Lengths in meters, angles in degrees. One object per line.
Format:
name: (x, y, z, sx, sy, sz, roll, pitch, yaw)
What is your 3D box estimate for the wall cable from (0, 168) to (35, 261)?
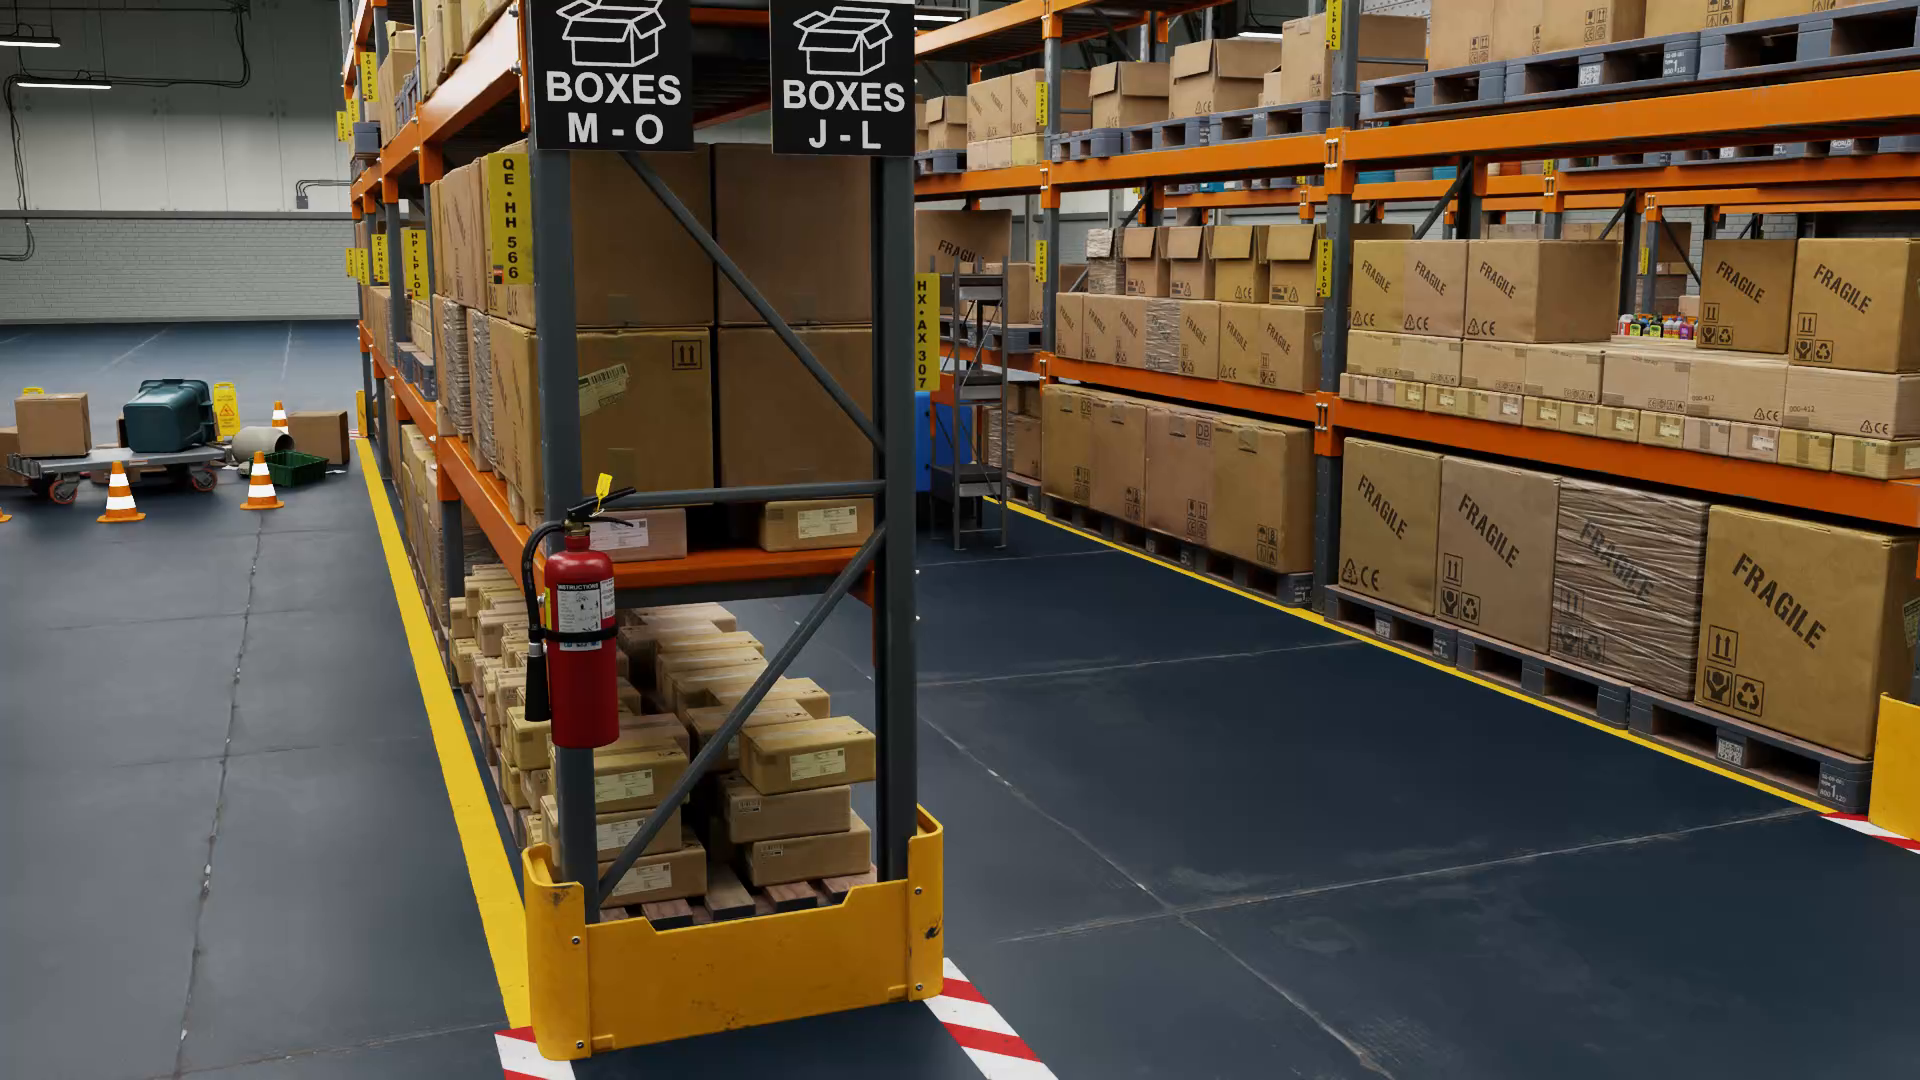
wall cable: (-26.904, -8.797, 45.049, 3.097, 2.526, 0.112, -4, 11, -21)

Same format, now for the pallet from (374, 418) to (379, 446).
pallet: (-6.045, -1.230, 18.731, 1.003, 0.211, 1.213, -4, 11, -21)

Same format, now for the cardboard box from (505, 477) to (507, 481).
cardboard box: (-1.488, -0.286, 6.182, 0.380, 0.149, 0.250, -4, 11, -20)

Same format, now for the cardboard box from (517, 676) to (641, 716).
cardboard box: (-1.323, 0.592, 5.770, 0.380, 0.149, 0.250, -4, 11, -23)

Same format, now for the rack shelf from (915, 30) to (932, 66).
rack shelf: (-1.024, -5.298, 18.572, 1.077, 0.370, 4.000, -4, 11, -21)

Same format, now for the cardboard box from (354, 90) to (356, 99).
cardboard box: (-5.480, -4.158, 15.620, 0.380, 0.149, 0.250, -4, 11, -21)

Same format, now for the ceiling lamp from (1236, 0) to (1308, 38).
ceiling lamp: (5.829, -10.643, 29.891, 2.000, 3.185, 0.800, -4, 11, -21)

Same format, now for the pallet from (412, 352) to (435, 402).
pallet: (-2.753, -1.007, 10.066, 1.003, 0.211, 1.213, -4, 11, -21)

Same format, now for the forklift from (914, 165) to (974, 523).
forklift: (-1.091, -1.732, 13.790, 1.130, 2.935, 3.031, -6, 12, -31)

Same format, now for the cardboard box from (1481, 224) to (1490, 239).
cardboard box: (7.662, -4.257, 23.796, 0.700, 0.500, 0.500, -4, 11, -21)

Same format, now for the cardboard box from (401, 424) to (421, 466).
cardboard box: (-3.485, -0.640, 11.249, 0.500, 0.250, 0.500, -4, 11, -23)

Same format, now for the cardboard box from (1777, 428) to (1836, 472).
cardboard box: (3.518, -0.371, 6.656, 0.380, 0.149, 0.250, -4, 11, -20)

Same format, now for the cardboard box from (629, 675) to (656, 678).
cardboard box: (-1.180, 0.577, 6.703, 0.380, 0.149, 0.250, -3, 11, -18)

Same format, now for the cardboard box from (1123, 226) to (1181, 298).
cardboard box: (1.634, -2.037, 12.156, 0.797, 0.503, 0.637, -4, 11, -20)

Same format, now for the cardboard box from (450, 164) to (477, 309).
cardboard box: (-1.583, -1.117, 6.142, 0.500, 0.500, 0.500, -4, 11, -23)

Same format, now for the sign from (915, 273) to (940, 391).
sign: (-0.104, -0.577, 4.628, 0.100, 0.325, 0.005, -4, 11, -21)

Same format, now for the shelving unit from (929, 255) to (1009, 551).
shelving unit: (0.060, -1.007, 12.084, 0.431, 2.100, 0.503, -4, 11, -21)

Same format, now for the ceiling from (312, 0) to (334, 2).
ceiling: (-17.762, -15.951, 50.704, 6.000, 0.001, 6.000, -4, 11, -21)

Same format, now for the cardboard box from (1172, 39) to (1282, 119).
cardboard box: (1.911, -3.123, 11.353, 0.797, 0.503, 0.637, -4, 11, -22)

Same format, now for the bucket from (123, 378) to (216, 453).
bucket: (-7.157, -1.088, 14.978, 0.726, 0.611, 0.620, 0, 20, -1)

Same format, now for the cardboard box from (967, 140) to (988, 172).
cardboard box: (0.378, -3.348, 14.540, 0.500, 0.250, 0.500, -4, 11, -19)

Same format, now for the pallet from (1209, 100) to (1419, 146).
pallet: (2.222, -2.597, 10.435, 0.805, 0.209, 1.217, -4, 11, -23)

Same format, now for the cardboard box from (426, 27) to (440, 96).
cardboard box: (-1.948, -1.999, 6.956, 0.500, 0.250, 0.500, -4, 11, -22)

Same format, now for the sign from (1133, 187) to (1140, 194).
sign: (2.354, -4.788, 22.180, 0.100, 0.325, 0.005, -4, 11, -21)

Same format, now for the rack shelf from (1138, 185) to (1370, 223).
rack shelf: (3.593, -4.137, 20.601, 1.077, 0.370, 4.000, -4, 11, -21)

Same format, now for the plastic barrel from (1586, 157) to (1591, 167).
plastic barrel: (5.630, -3.472, 15.254, 0.294, 0.245, 0.294, 0, 10, 0)

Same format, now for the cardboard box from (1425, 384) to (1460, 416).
cardboard box: (2.685, -0.746, 8.766, 0.380, 0.149, 0.250, -4, 11, -22)

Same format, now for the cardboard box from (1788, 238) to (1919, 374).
cardboard box: (3.628, -0.919, 6.462, 0.500, 0.500, 0.500, -4, 11, -20)

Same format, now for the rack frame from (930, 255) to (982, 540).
rack frame: (-0.028, -1.047, 12.308, 0.400, 2.100, 0.015, -4, 11, -21)

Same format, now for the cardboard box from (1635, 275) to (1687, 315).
cardboard box: (8.769, -3.123, 21.126, 0.700, 0.500, 0.500, -4, 11, -22)

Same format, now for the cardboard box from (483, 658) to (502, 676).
cardboard box: (-1.724, 0.569, 6.746, 0.380, 0.149, 0.250, -4, 11, -21)

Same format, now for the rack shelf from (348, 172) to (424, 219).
rack shelf: (-5.683, -3.524, 17.157, 1.077, 0.370, 4.000, -4, 11, -21)

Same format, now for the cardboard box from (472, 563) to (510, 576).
cardboard box: (-2.128, 0.204, 7.952, 0.380, 0.149, 0.250, -3, 11, -19)

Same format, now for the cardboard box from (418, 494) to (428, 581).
cardboard box: (-2.930, -0.018, 9.895, 0.500, 0.500, 0.500, -4, 11, -22)

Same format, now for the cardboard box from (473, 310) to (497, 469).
cardboard box: (-1.387, -0.536, 5.732, 0.500, 0.500, 0.500, -4, 11, -21)

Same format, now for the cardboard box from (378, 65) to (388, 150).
cardboard box: (-3.550, -2.838, 10.961, 0.500, 0.500, 0.500, -4, 11, -21)

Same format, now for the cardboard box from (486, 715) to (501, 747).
cardboard box: (-1.719, 0.716, 6.769, 0.380, 0.149, 0.250, -4, 11, -22)

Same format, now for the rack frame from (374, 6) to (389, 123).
rack frame: (-3.509, -4.376, 11.326, 1.000, 3.000, 0.127, -4, 11, -21)

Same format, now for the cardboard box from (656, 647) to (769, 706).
cardboard box: (-0.926, 0.513, 6.216, 0.380, 0.149, 0.250, -3, 11, -19)

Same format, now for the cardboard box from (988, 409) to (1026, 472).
cardboard box: (0.676, -0.904, 14.821, 0.700, 0.500, 0.500, -5, 11, -26)

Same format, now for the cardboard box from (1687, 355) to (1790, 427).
cardboard box: (3.443, -0.633, 6.990, 0.500, 0.250, 0.500, -4, 11, -22)

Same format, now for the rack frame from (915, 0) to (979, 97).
rack frame: (-0.299, -5.327, 16.673, 1.000, 3.000, 0.127, -4, 11, -21)

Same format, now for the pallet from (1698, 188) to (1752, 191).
pallet: (9.267, -4.241, 19.679, 0.805, 0.209, 1.217, -4, 11, -23)

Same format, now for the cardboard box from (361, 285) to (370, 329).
cardboard box: (-5.926, -2.557, 17.799, 0.875, 0.550, 0.550, -4, 11, -21)

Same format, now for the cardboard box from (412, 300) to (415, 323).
cardboard box: (-3.521, -1.560, 11.295, 0.380, 0.149, 0.250, -3, 11, -18)

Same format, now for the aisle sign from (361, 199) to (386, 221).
aisle sign: (-6.713, -4.001, 18.923, 0.394, 0.787, 0.004, -4, 11, -21)

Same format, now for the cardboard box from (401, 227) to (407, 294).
cardboard box: (-3.847, -2.120, 12.634, 0.700, 0.500, 0.500, -4, 11, -22)

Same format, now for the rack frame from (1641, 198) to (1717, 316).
rack frame: (8.935, -3.002, 20.730, 1.000, 3.000, 0.127, -4, 11, -21)

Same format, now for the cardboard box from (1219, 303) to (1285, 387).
cardboard box: (2.003, -1.257, 10.637, 0.500, 0.500, 0.500, -4, 11, -19)

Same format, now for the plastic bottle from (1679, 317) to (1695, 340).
plastic bottle: (5.999, -1.695, 13.716, 0.061, 0.283, 0.133, -4, 11, -21)

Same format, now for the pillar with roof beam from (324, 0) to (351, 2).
pillar with roof beam: (-15.603, -14.825, 45.229, 6.894, 0.400, 0.400, -4, 11, -21)

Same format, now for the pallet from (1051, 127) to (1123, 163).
pallet: (1.433, -3.003, 12.710, 1.213, 0.211, 1.003, -3, 11, -18)

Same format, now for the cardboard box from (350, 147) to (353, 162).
cardboard box: (-6.399, -4.178, 18.013, 0.380, 0.149, 0.250, -4, 11, -21)

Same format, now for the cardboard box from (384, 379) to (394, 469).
cardboard box: (-4.650, -1.079, 15.144, 1.050, 0.750, 0.750, -4, 11, -21)

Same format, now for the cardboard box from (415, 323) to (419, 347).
cardboard box: (-3.438, -1.376, 11.108, 0.380, 0.149, 0.250, -3, 11, -18)

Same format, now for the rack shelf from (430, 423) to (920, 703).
rack shelf: (-1.335, -0.089, 6.409, 1.077, 0.370, 4.000, -4, 11, -21)
